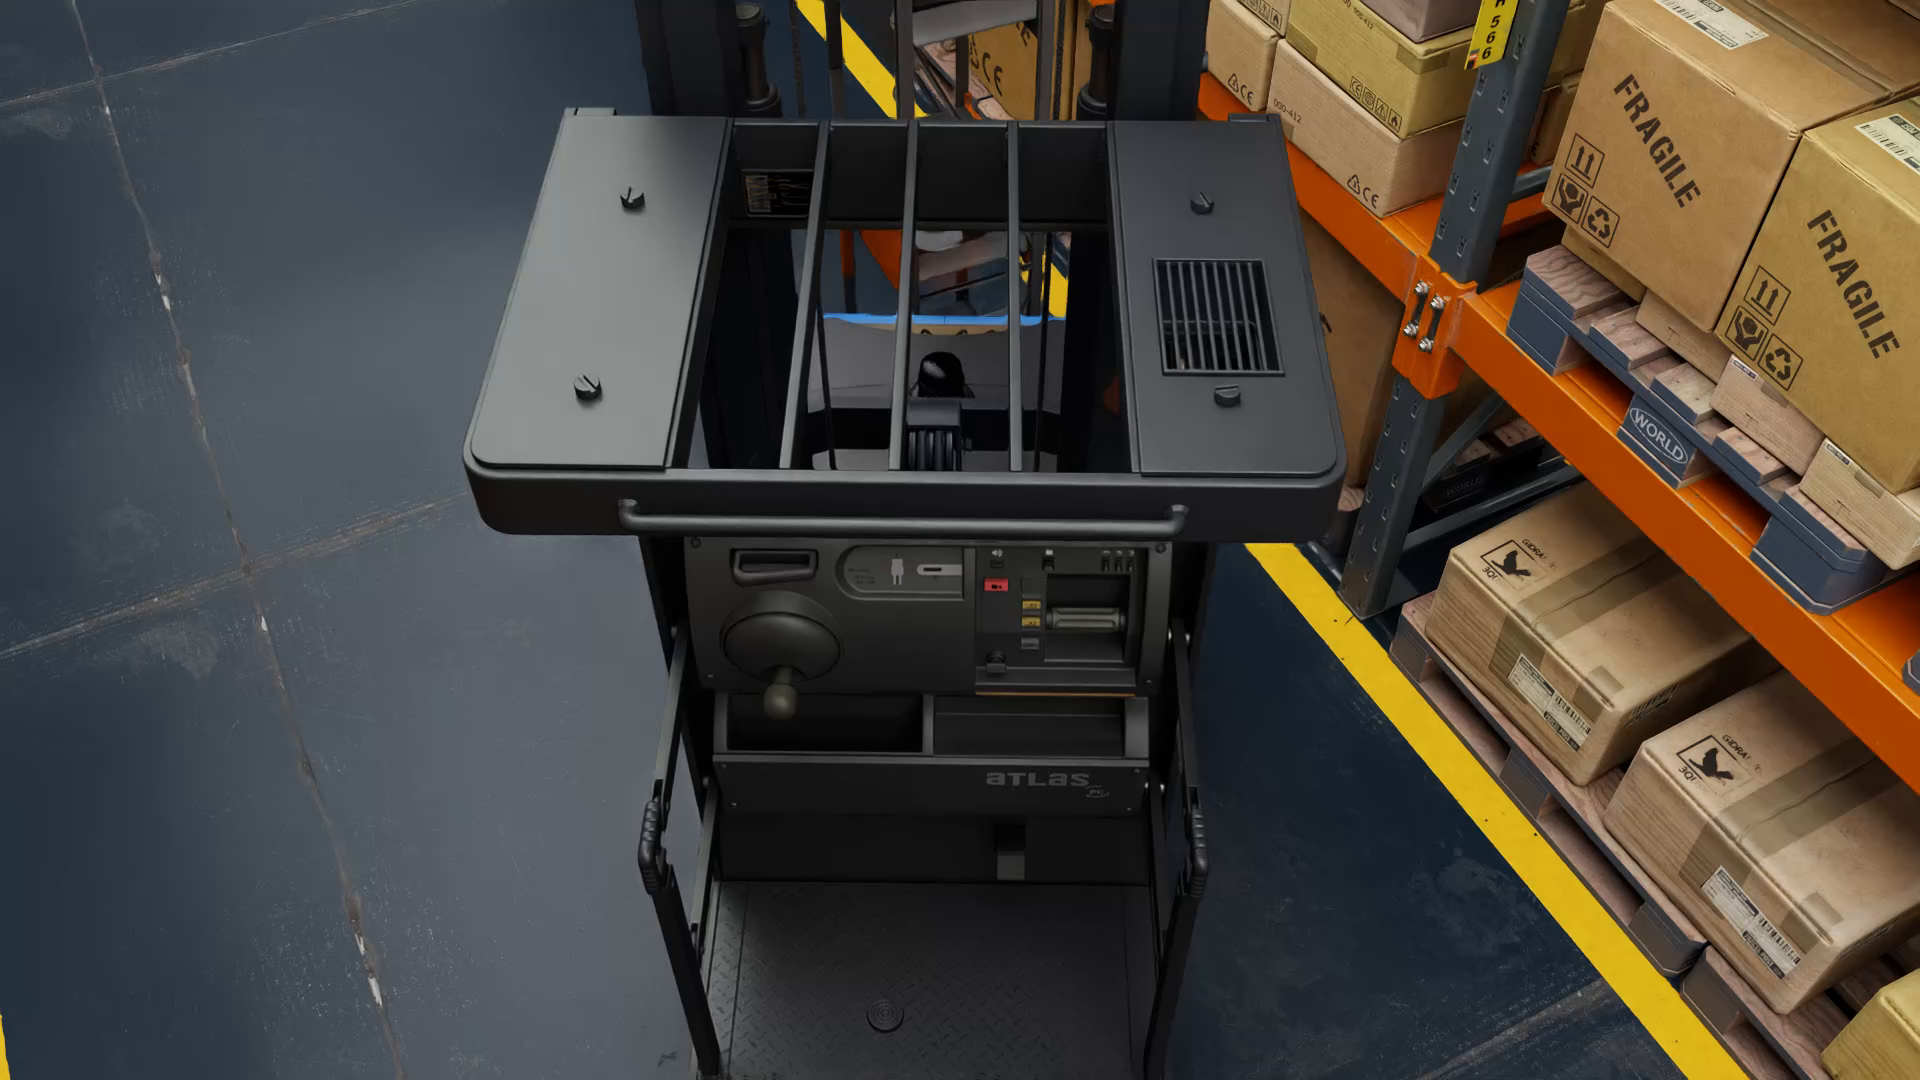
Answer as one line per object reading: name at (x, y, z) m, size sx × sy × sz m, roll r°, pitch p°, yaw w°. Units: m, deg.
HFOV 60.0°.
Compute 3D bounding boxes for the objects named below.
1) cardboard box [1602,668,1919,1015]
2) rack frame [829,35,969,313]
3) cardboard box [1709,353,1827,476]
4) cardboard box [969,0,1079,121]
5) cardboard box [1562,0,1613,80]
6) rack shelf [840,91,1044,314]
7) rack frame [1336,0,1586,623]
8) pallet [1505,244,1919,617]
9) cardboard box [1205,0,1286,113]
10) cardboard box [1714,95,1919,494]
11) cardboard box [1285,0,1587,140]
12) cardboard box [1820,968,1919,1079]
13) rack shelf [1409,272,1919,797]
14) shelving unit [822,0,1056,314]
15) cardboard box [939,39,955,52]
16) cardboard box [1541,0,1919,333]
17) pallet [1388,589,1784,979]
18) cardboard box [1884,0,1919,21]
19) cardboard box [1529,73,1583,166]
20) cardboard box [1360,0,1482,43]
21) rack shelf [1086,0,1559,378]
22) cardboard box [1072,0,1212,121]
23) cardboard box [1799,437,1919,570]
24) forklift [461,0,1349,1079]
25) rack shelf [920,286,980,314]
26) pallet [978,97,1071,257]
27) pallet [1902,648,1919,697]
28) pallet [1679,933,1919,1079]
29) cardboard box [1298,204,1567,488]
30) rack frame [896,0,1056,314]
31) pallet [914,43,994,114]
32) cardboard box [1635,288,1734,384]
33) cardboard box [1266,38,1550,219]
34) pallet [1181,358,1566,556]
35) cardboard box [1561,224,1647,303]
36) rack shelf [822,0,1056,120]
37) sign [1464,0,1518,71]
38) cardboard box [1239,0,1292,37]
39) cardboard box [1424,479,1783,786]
cardboard box at (2.221, 0.649, 4.156) m, size 0.950 × 0.372 × 0.625 m, roll -22°, pitch 52°, yaw -18°
rack frame at (-0.160, -1.026, 4.752) m, size 0.400 × 2.100 × 0.015 m, roll -19°, pitch 51°, yaw -16°
cardboard box at (1.793, -0.324, 3.429) m, size 0.380 × 0.149 × 0.250 m, roll -24°, pitch 53°, yaw -20°
cardboard box at (0.571, -2.077, 6.206) m, size 0.875 × 0.875 × 0.875 m, roll -20°, pitch 52°, yaw -16°
cardboard box at (1.614, -1.490, 4.328) m, size 0.500 × 0.250 × 0.500 m, roll -22°, pitch 52°, yaw -18°
rack shelf at (-0.060, -0.850, 4.616) m, size 0.431 × 0.518 × 0.480 m, roll -19°, pitch 51°, yaw -16°
rack frame at (1.626, -0.950, 4.088) m, size 1.000 × 3.000 × 0.127 m, roll -21°, pitch 52°, yaw -18°
pallet at (2.047, -0.447, 3.775) m, size 1.213 × 0.211 × 1.003 m, roll -21°, pitch 52°, yaw -18°
cardboard box at (0.916, -1.486, 4.657) m, size 0.500 × 0.250 × 0.500 m, roll -20°, pitch 52°, yaw -17°
cardboard box at (1.871, -0.492, 3.145) m, size 0.500 × 0.500 × 0.500 m, roll -19°, pitch 51°, yaw -16°
cardboard box at (1.179, -1.302, 4.164) m, size 0.500 × 0.250 × 0.500 m, roll -21°, pitch 52°, yaw -18°
cardboard box at (2.563, 1.159, 3.710) m, size 0.950 × 0.372 × 0.625 m, roll -20°, pitch 52°, yaw -16°
rack shelf at (2.541, 0.625, 3.188) m, size 1.077 × 0.370 × 4.000 m, roll -21°, pitch 52°, yaw -18°
shelving unit at (-0.060, -0.858, 4.606) m, size 0.431 × 2.100 × 0.503 m, roll -19°, pitch 51°, yaw -16°
cardboard box at (0.151, -2.679, 6.733) m, size 0.875 × 0.875 × 0.875 m, roll -20°, pitch 52°, yaw -16°
cardboard box at (1.626, -0.838, 3.447) m, size 0.500 × 0.500 × 0.500 m, roll -23°, pitch 53°, yaw -19°
pallet at (1.982, 0.491, 4.680) m, size 1.003 × 0.211 × 1.213 m, roll -21°, pitch 52°, yaw -18°
cardboard box at (2.081, -1.011, 3.598) m, size 0.500 × 0.500 × 0.500 m, roll -23°, pitch 53°, yaw -19°
cardboard box at (1.626, -1.315, 4.507) m, size 0.500 × 0.250 × 0.500 m, roll -22°, pitch 52°, yaw -18°
cardboard box at (1.157, -1.568, 3.898) m, size 0.500 × 0.500 × 0.500 m, roll -22°, pitch 53°, yaw -18°
rack shelf at (0.711, -2.052, 5.530) m, size 1.077 × 0.370 × 4.000 m, roll -21°, pitch 52°, yaw -18°
cardboard box at (0.980, -1.478, 5.683) m, size 0.875 × 0.875 × 0.875 m, roll -21°, pitch 52°, yaw -17°
cardboard box at (1.901, -0.133, 3.262) m, size 0.380 × 0.149 × 0.250 m, roll -21°, pitch 52°, yaw -17°
forklift at (-0.062, 0.257, 3.078) m, size 1.130 × 2.935 × 3.031 m, roll 1°, pitch 49°, yaw 1°
rack shelf at (-0.060, -0.389, 5.143) m, size 0.431 × 0.518 × 0.480 m, roll -19°, pitch 51°, yaw -16°
pallet at (0.778, -1.401, 6.335) m, size 1.003 × 0.211 × 1.213 m, roll -21°, pitch 52°, yaw -18°
pallet at (2.568, 0.424, 3.014) m, size 1.003 × 0.211 × 1.213 m, roll -21°, pitch 52°, yaw -18°
pallet at (2.537, 1.307, 3.967) m, size 1.003 × 0.211 × 1.213 m, roll -21°, pitch 52°, yaw -18°
cardboard box at (1.384, -0.880, 5.159) m, size 0.875 × 0.875 × 0.875 m, roll -22°, pitch 52°, yaw -18°
rack frame at (0.041, -0.691, 4.460) m, size 0.400 × 2.100 × 0.015 m, roll -19°, pitch 51°, yaw -16°
pallet at (0.216, -2.219, 7.050) m, size 1.003 × 0.211 × 1.213 m, roll -21°, pitch 52°, yaw -18°
cardboard box at (1.709, -0.523, 3.603) m, size 0.380 × 0.149 × 0.250 m, roll -24°, pitch 53°, yaw -20°
cardboard box at (1.164, -1.150, 4.363) m, size 0.500 × 0.250 × 0.500 m, roll -23°, pitch 53°, yaw -19°
pallet at (1.332, -0.586, 5.622) m, size 1.003 × 0.211 × 1.213 m, roll -21°, pitch 52°, yaw -18°
cardboard box at (1.610, -0.724, 3.778) m, size 0.380 × 0.149 × 0.250 m, roll -24°, pitch 53°, yaw -20°
rack shelf at (-0.060, -1.310, 4.089) m, size 0.431 × 0.518 × 0.480 m, roll -19°, pitch 51°, yaw -16°
sign at (1.134, -1.138, 3.483) m, size 0.100 × 0.325 × 0.005 m, roll -21°, pitch 52°, yaw -18°
cardboard box at (0.941, -1.644, 4.463) m, size 0.500 × 0.250 × 0.500 m, roll -22°, pitch 53°, yaw -18°
cardboard box at (1.876, 0.158, 4.586) m, size 0.950 × 0.372 × 0.625 m, roll -24°, pitch 53°, yaw -20°
